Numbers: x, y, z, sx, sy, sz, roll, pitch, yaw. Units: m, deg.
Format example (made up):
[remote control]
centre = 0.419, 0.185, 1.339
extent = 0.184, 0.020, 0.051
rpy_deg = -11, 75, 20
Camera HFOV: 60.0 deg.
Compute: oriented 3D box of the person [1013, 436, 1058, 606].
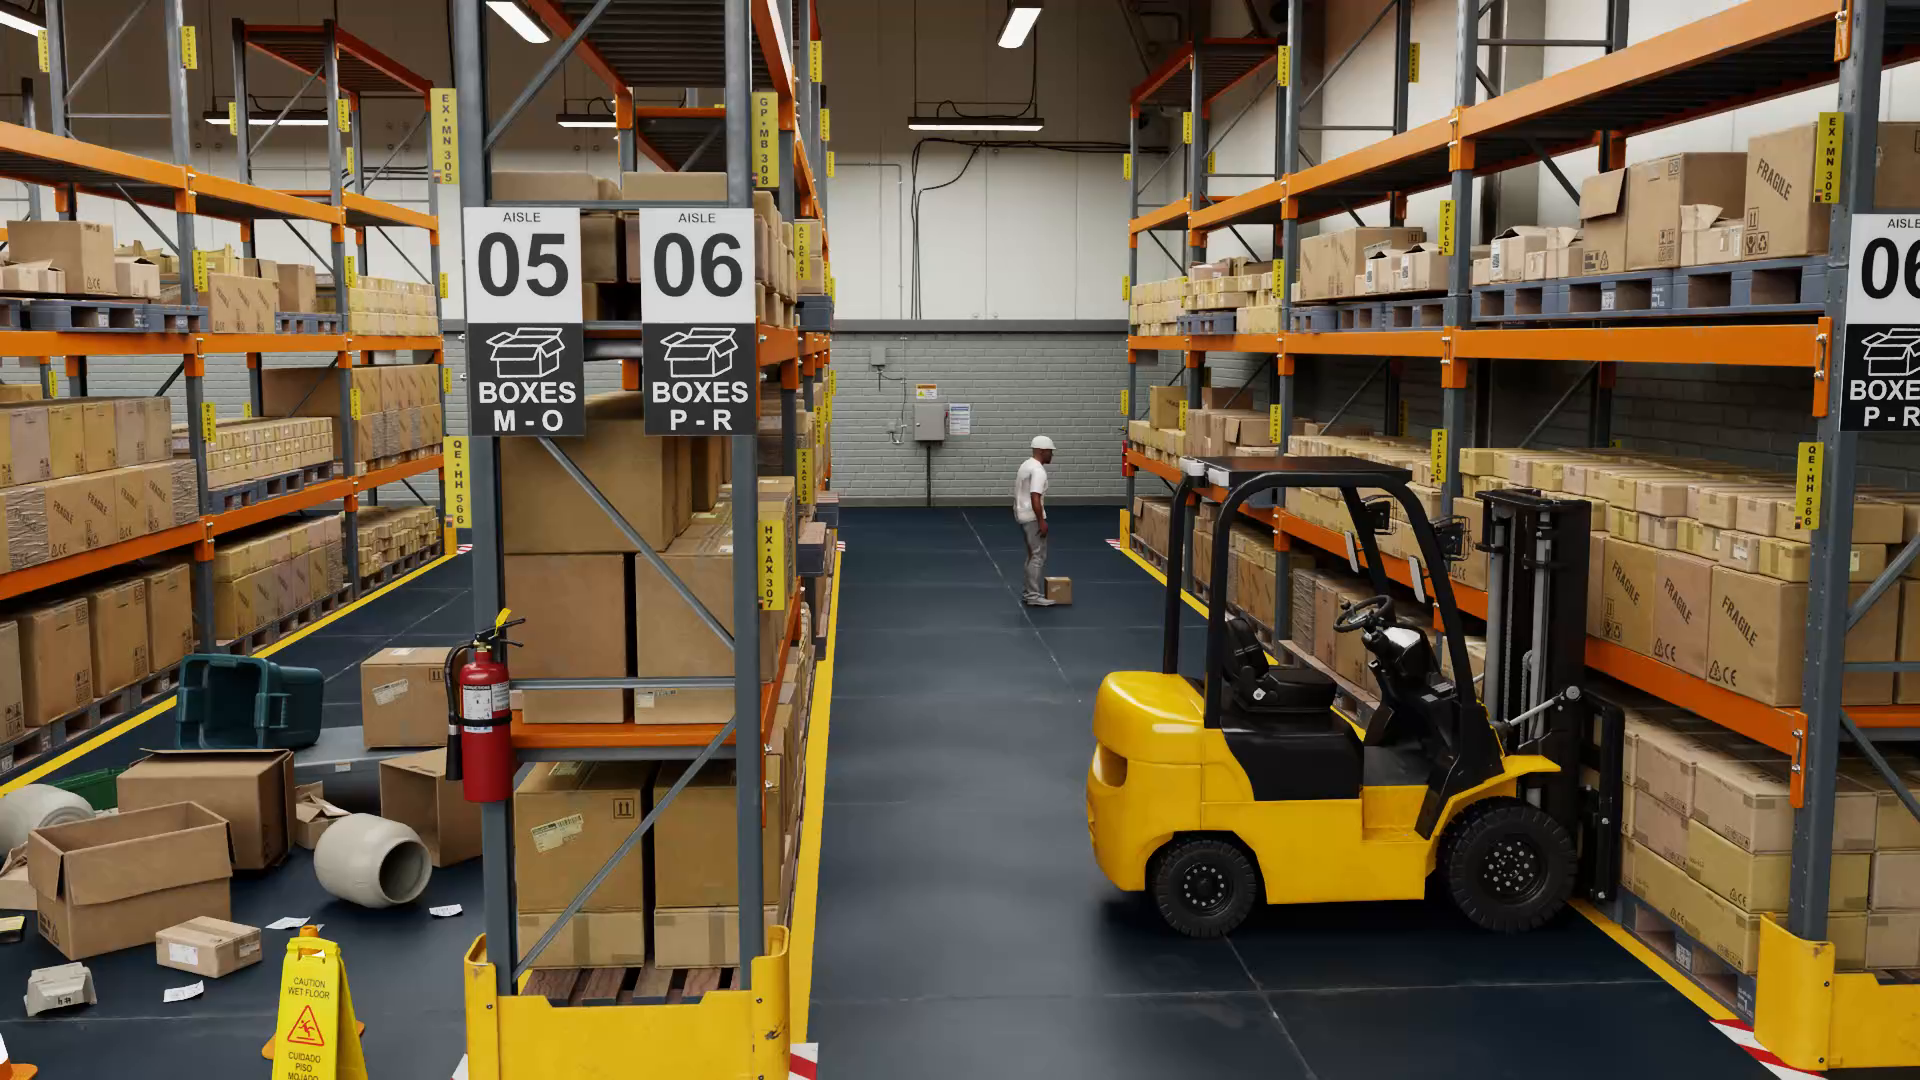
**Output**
[person]
centre = 0.800, -0.213, 17.453
extent = 0.462, 1.759, 0.633
rpy_deg = -1, 7, -7
